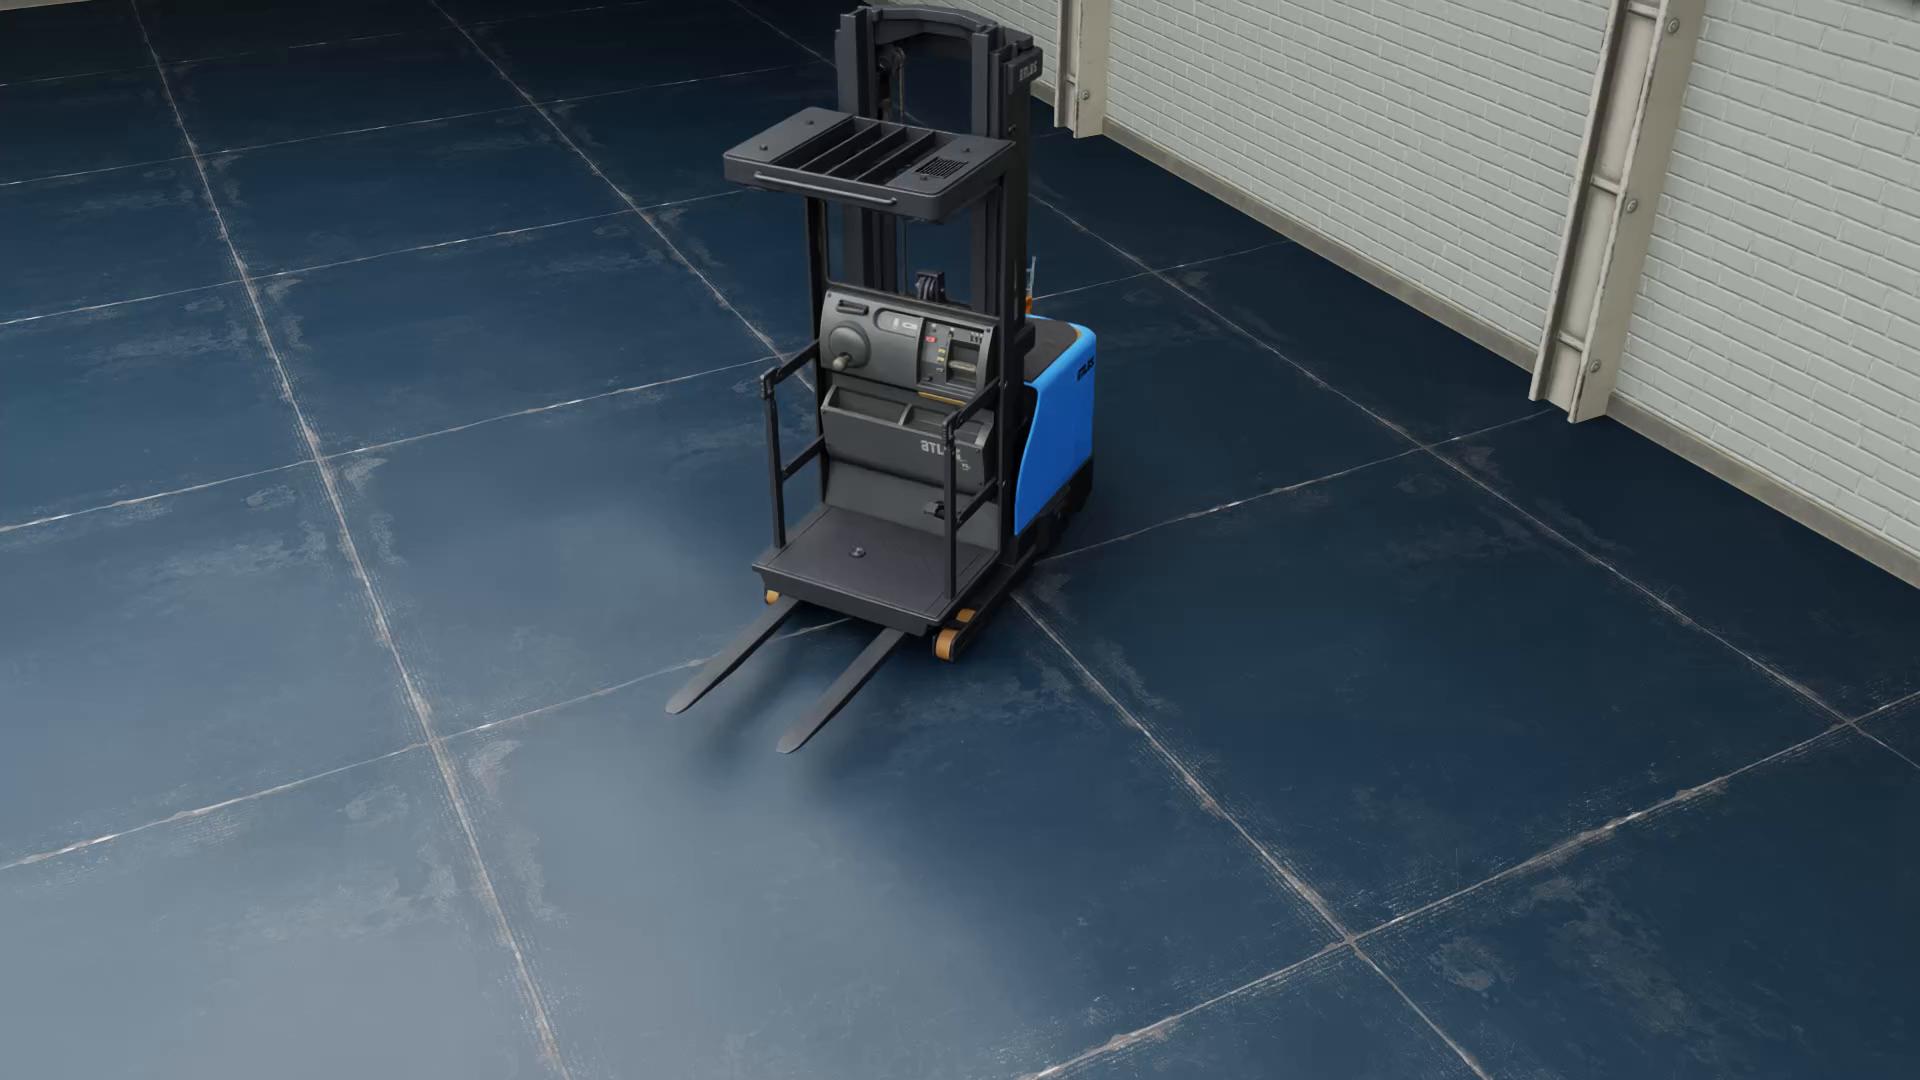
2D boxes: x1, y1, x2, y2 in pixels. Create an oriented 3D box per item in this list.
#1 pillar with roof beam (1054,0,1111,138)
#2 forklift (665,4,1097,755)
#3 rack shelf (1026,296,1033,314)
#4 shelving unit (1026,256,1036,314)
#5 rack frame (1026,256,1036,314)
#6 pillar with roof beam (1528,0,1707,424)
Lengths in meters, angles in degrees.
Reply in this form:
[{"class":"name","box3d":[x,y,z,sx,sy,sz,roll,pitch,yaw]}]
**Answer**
[{"class":"pillar with roof beam","box3d":[-2.726,-6.430,10.963,9.100,9.000,0.400,-16,36,-23]},{"class":"forklift","box3d":[-0.364,-0.904,7.963,1.130,2.935,3.031,16,36,23]},{"class":"rack shelf","box3d":[0.274,-1.380,9.734,0.258,0.103,0.180,12,20,17]},{"class":"shelving unit","box3d":[0.246,-1.084,9.838,0.258,1.200,0.189,12,20,17]},{"class":"rack frame","box3d":[0.278,-1.109,9.920,0.240,1.200,0.006,12,20,17]},{"class":"pillar with roof beam","box3d":[0.071,-3.566,6.494,9.100,9.000,0.400,-16,36,-23]}]
